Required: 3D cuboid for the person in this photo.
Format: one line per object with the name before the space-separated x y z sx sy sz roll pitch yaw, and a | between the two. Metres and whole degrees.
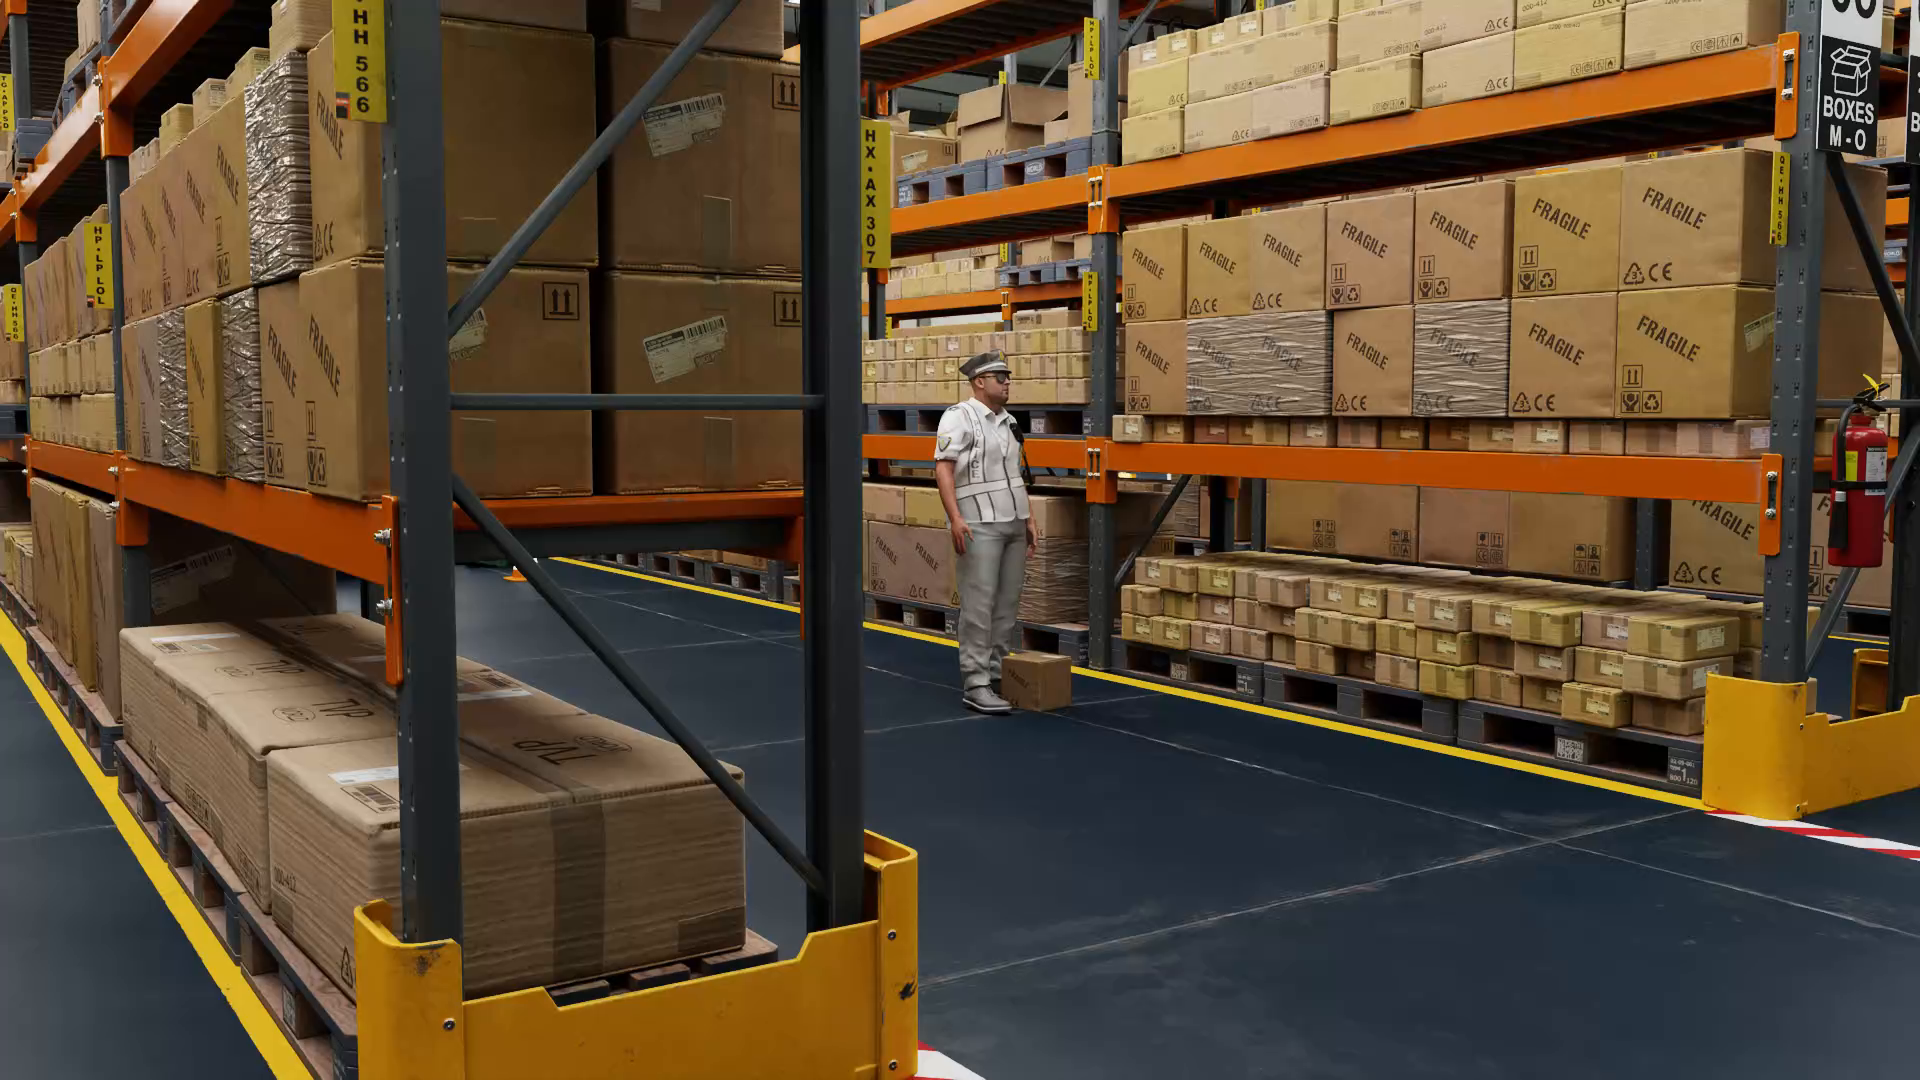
person | 0.203 -0.071 8.381 0.575 1.778 0.640 4 6 43
